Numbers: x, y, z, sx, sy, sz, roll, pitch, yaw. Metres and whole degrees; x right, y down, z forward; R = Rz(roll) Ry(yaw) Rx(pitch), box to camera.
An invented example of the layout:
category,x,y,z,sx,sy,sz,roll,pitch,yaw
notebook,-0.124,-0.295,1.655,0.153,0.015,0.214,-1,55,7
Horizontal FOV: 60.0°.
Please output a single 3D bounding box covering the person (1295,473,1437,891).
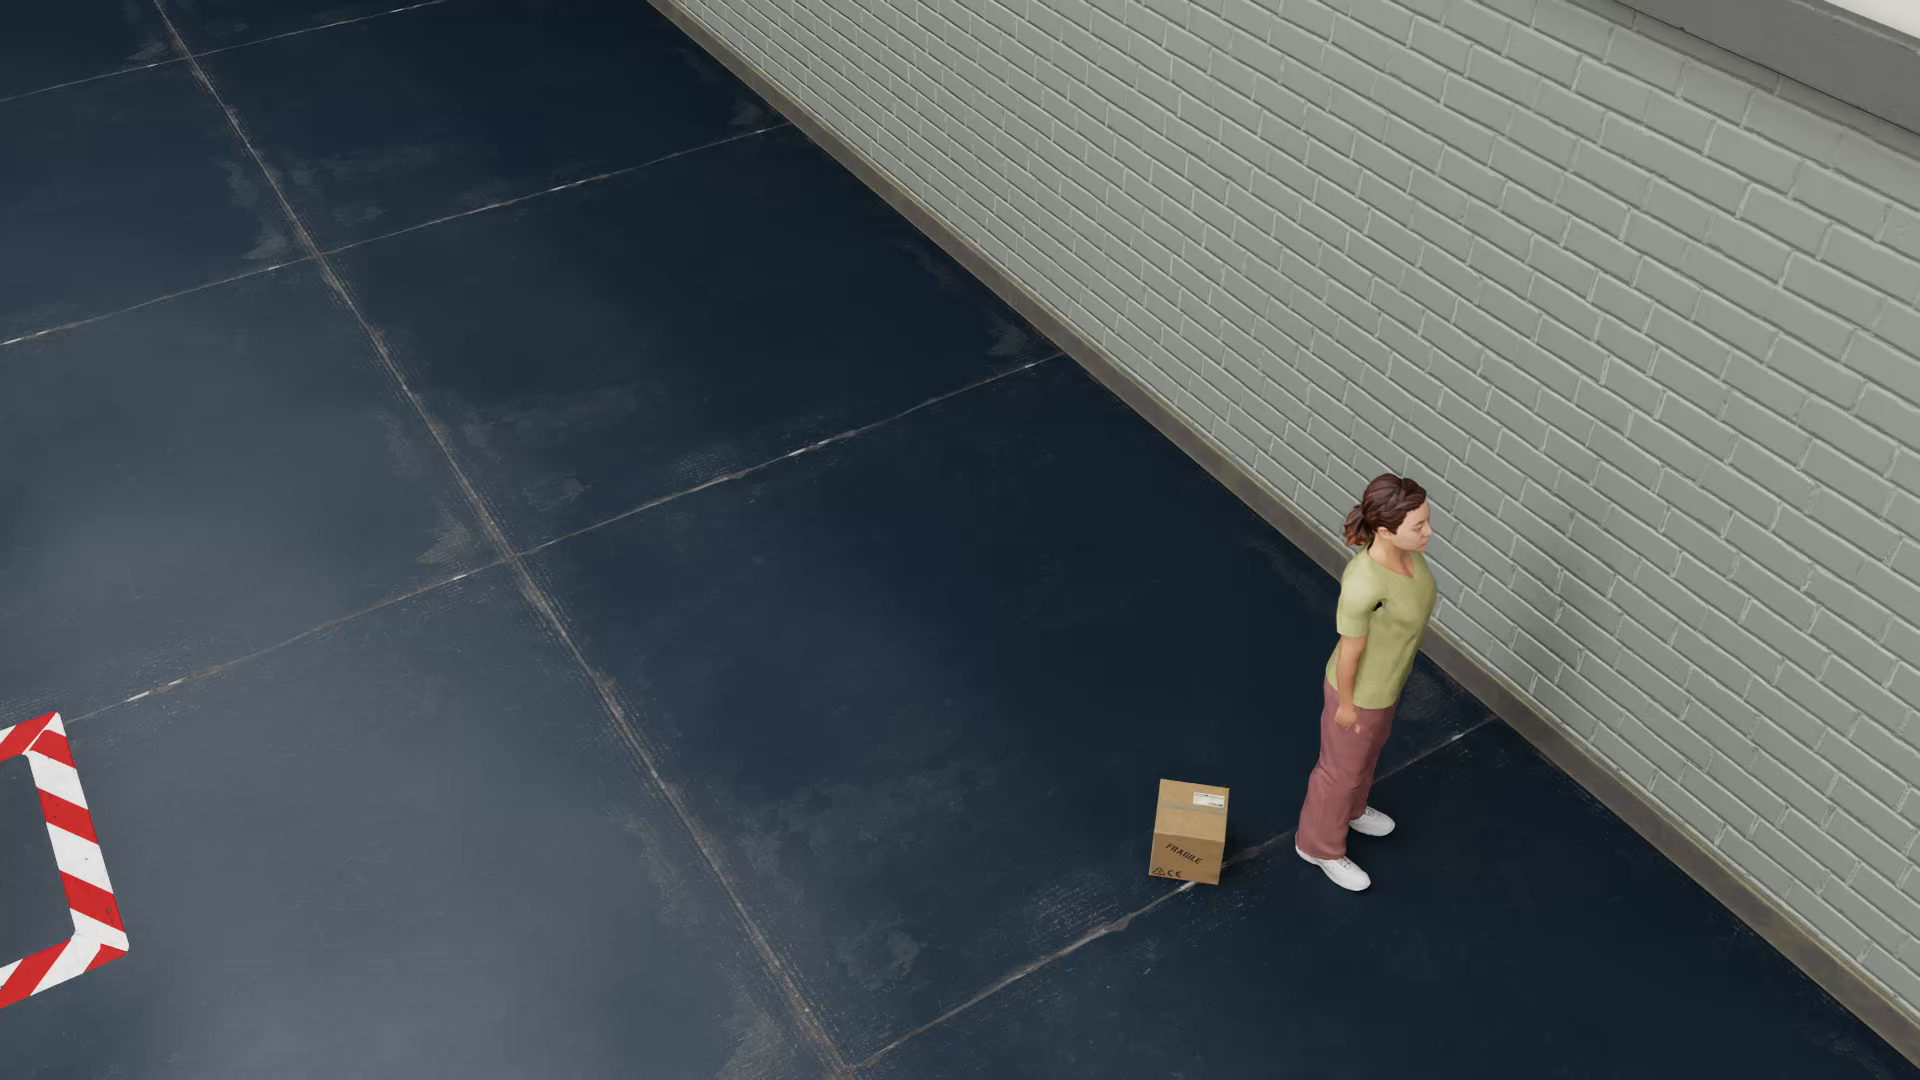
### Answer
category,x,y,z,sx,sy,sz,roll,pitch,yaw
person,1.384,0.467,5.623,0.389,1.671,0.427,20,45,21
